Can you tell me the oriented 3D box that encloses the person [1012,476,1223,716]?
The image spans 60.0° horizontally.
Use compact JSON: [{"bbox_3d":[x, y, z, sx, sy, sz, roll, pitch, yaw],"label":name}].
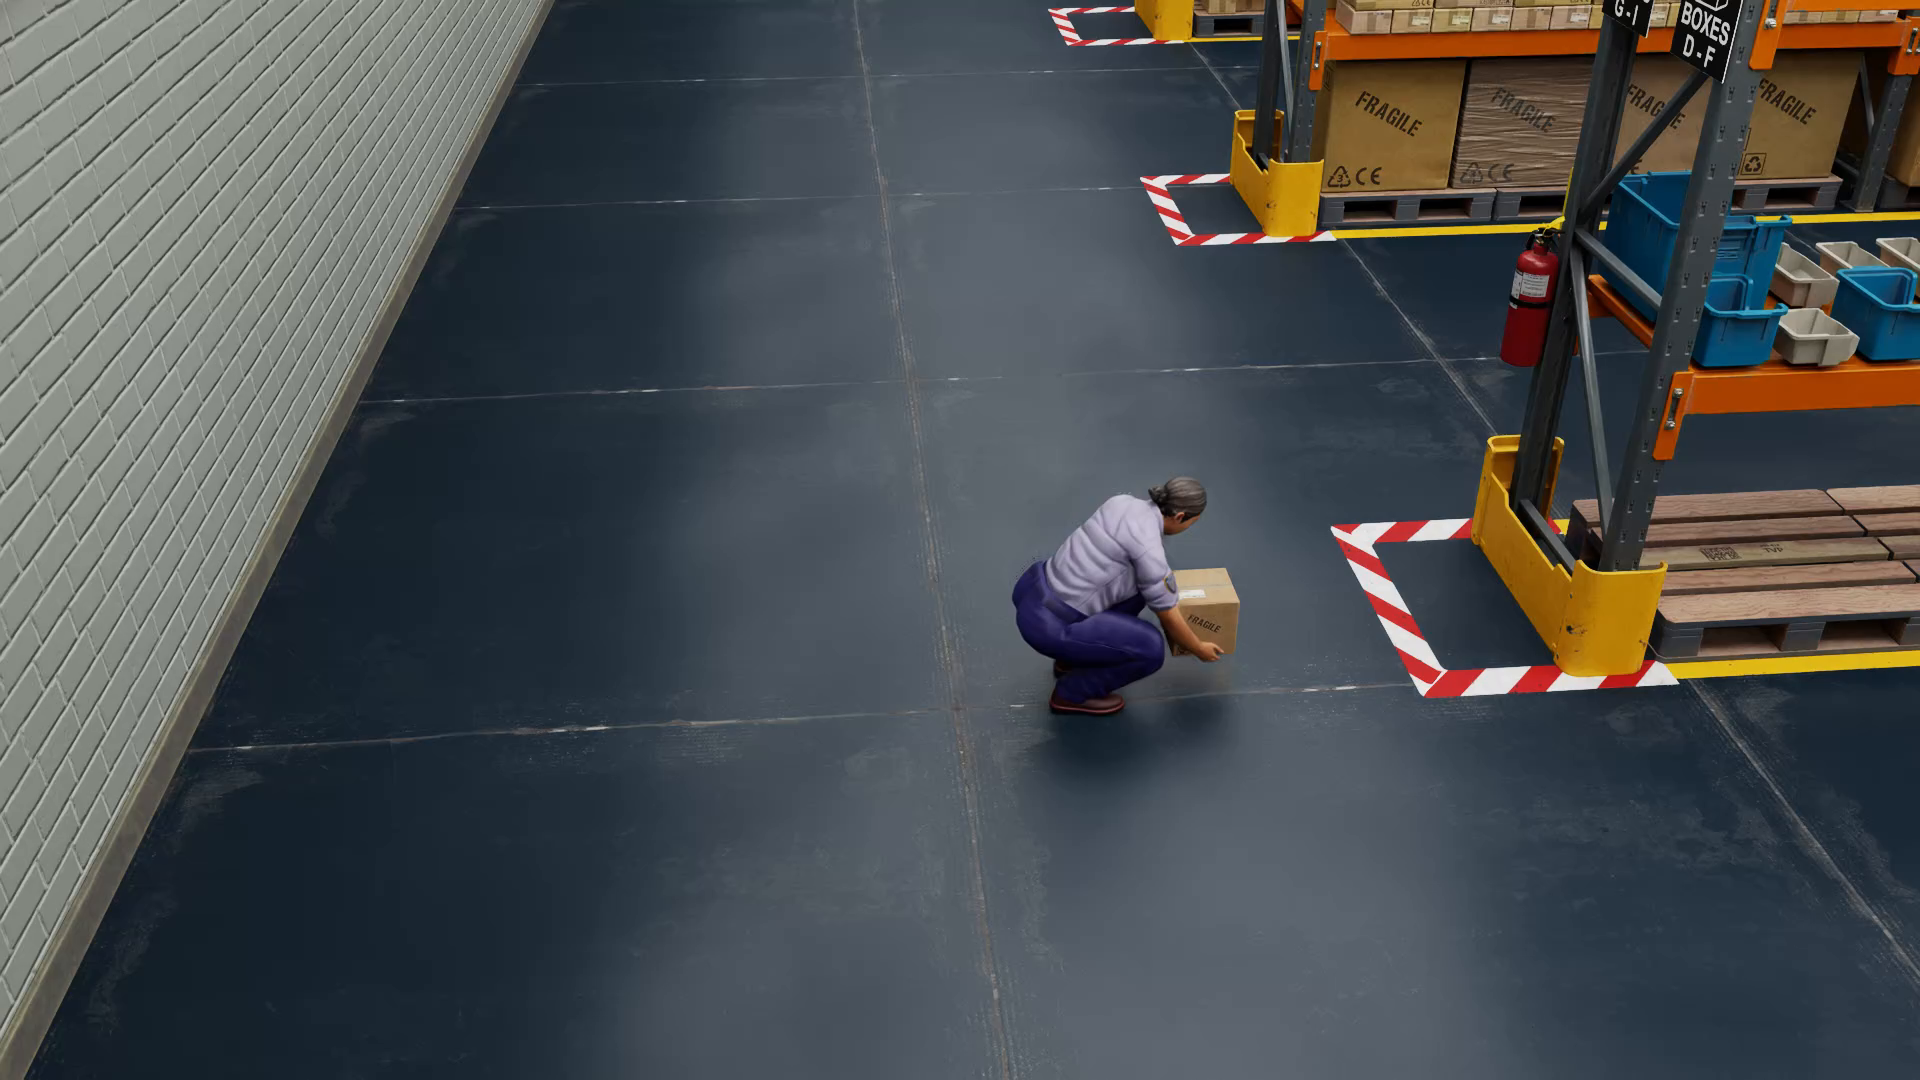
[{"bbox_3d":[0.620,0.200,6.541,0.827,0.910,0.536,-3,31,-4],"label":"person"}]
